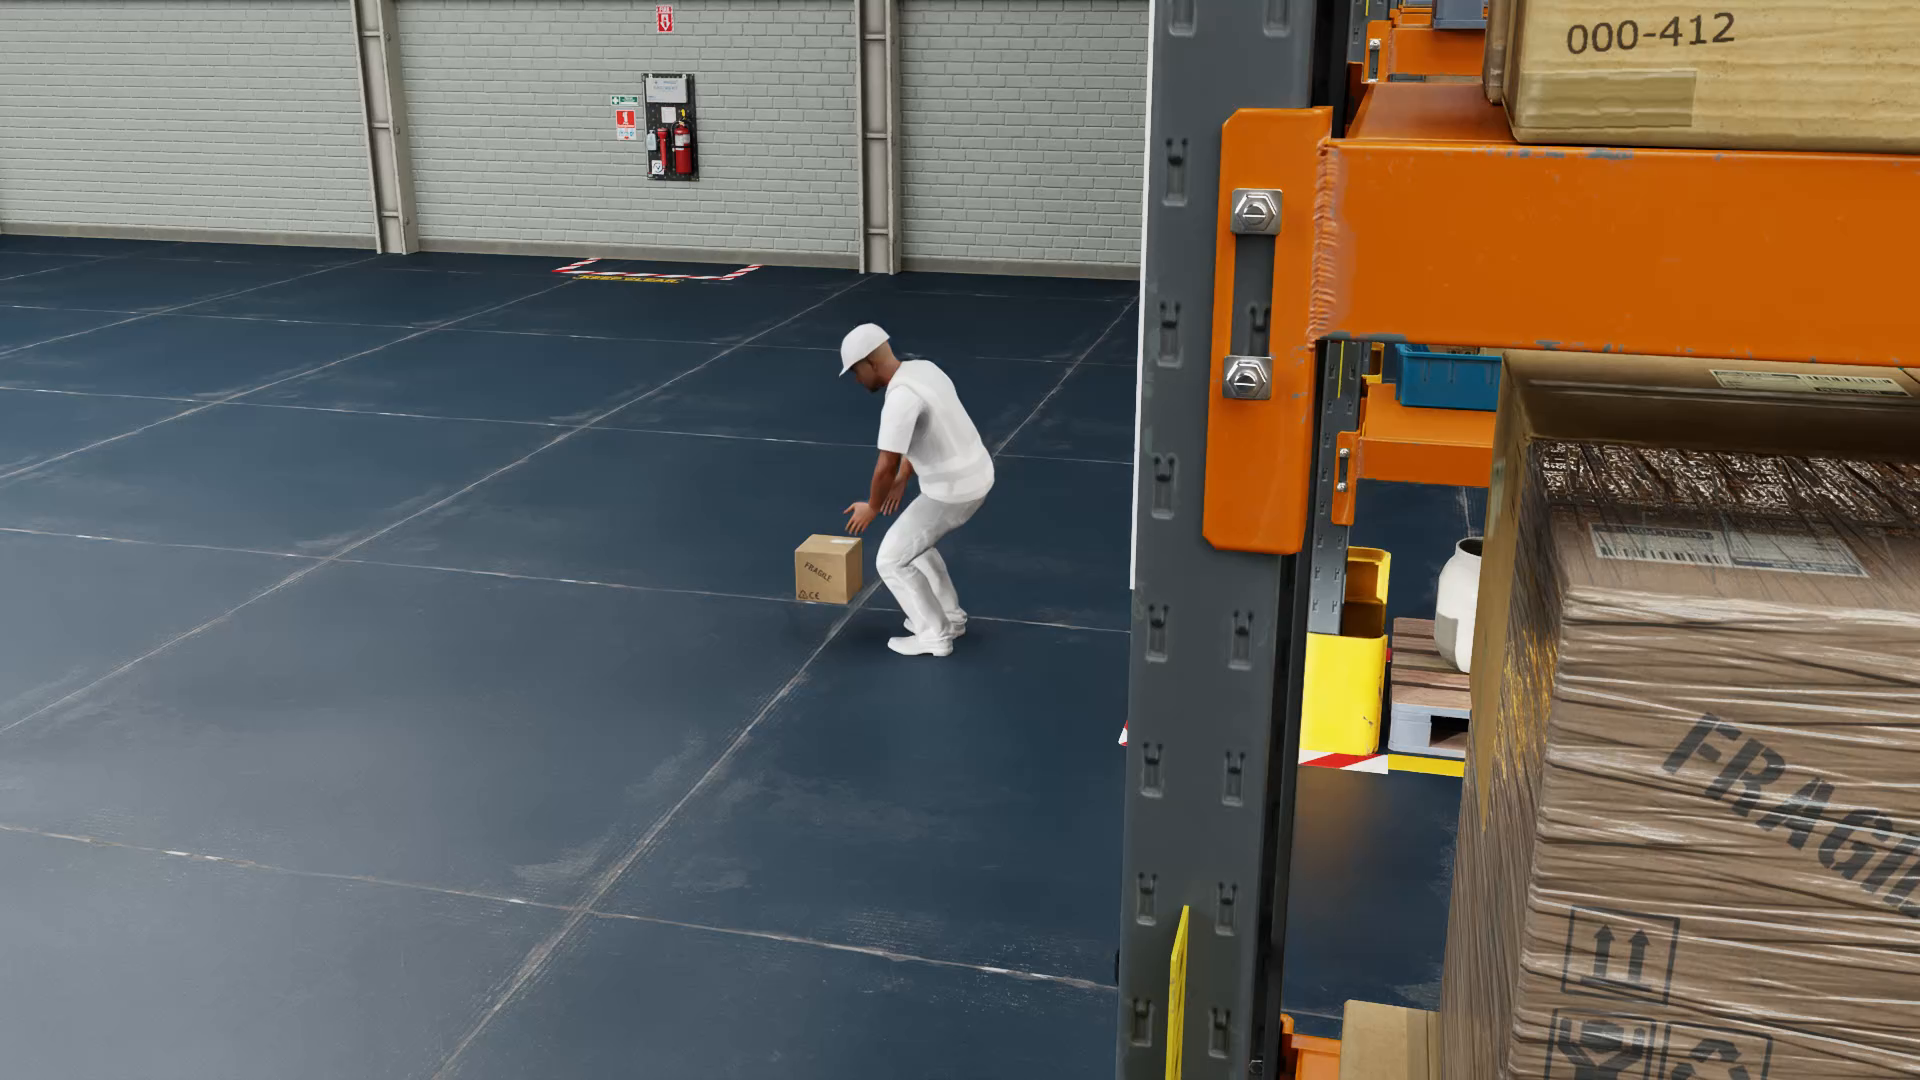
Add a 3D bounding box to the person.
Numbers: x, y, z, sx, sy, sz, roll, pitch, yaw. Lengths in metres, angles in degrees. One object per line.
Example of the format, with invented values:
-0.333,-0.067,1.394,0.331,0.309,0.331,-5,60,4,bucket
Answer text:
-0.203,-0.230,7.620,0.687,1.517,0.627,5,19,14,person
